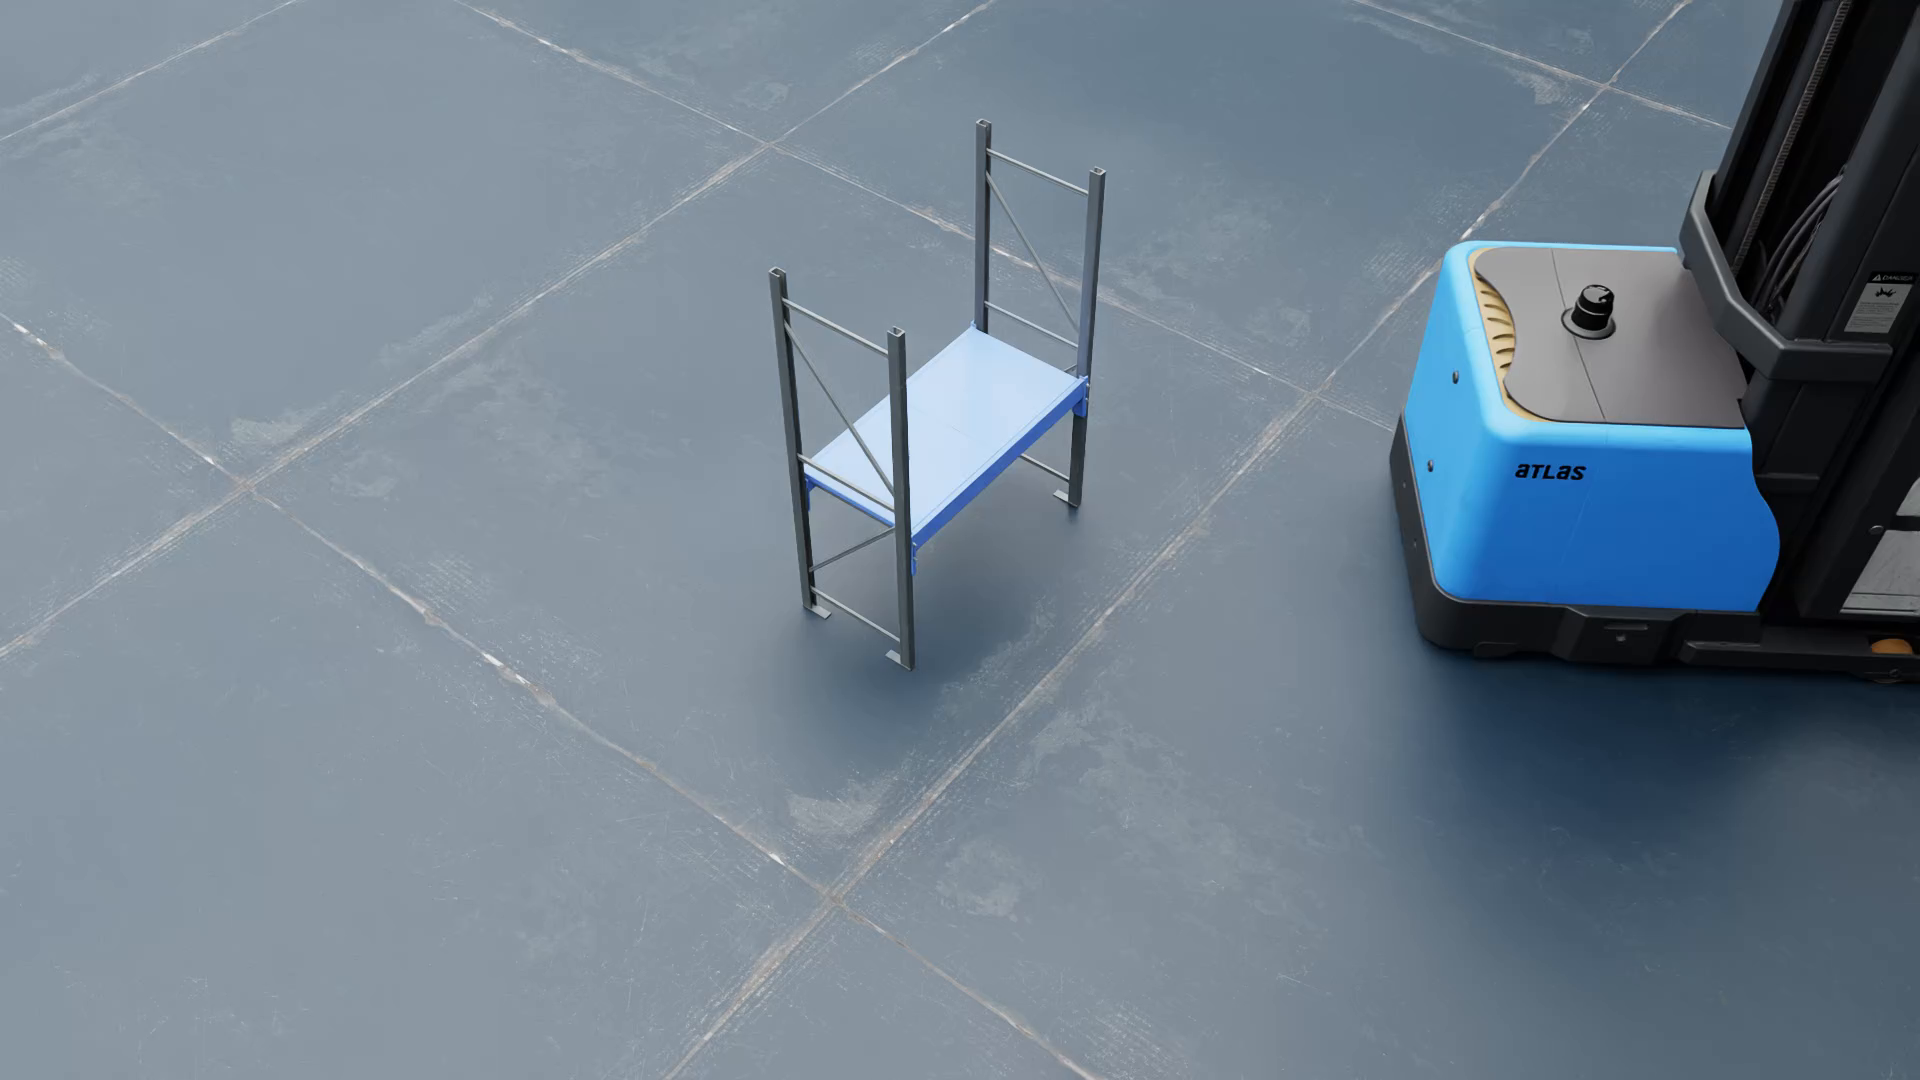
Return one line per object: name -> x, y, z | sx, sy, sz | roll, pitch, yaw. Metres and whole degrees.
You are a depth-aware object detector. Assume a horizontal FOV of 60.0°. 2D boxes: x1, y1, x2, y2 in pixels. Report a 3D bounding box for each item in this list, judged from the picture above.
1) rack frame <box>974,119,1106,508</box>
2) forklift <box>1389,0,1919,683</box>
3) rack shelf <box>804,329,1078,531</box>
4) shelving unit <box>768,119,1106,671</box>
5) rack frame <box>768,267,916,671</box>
rack frame -> 0.259, -0.760, 5.939 | 0.500, 1.500, 0.032 | 29, 53, 25
forklift -> 3.152, -0.906, 5.089 | 3.031, 2.935, 1.130 | 2, 46, 2
rack shelf -> -0.052, -0.379, 5.756 | 0.459, 0.062, 0.952 | 29, 53, 25
shelving unit -> -0.052, -0.469, 5.661 | 0.500, 1.500, 1.048 | 29, 53, 25
rack frame -> -0.363, -0.178, 5.383 | 0.500, 1.500, 0.032 | 29, 53, 25
